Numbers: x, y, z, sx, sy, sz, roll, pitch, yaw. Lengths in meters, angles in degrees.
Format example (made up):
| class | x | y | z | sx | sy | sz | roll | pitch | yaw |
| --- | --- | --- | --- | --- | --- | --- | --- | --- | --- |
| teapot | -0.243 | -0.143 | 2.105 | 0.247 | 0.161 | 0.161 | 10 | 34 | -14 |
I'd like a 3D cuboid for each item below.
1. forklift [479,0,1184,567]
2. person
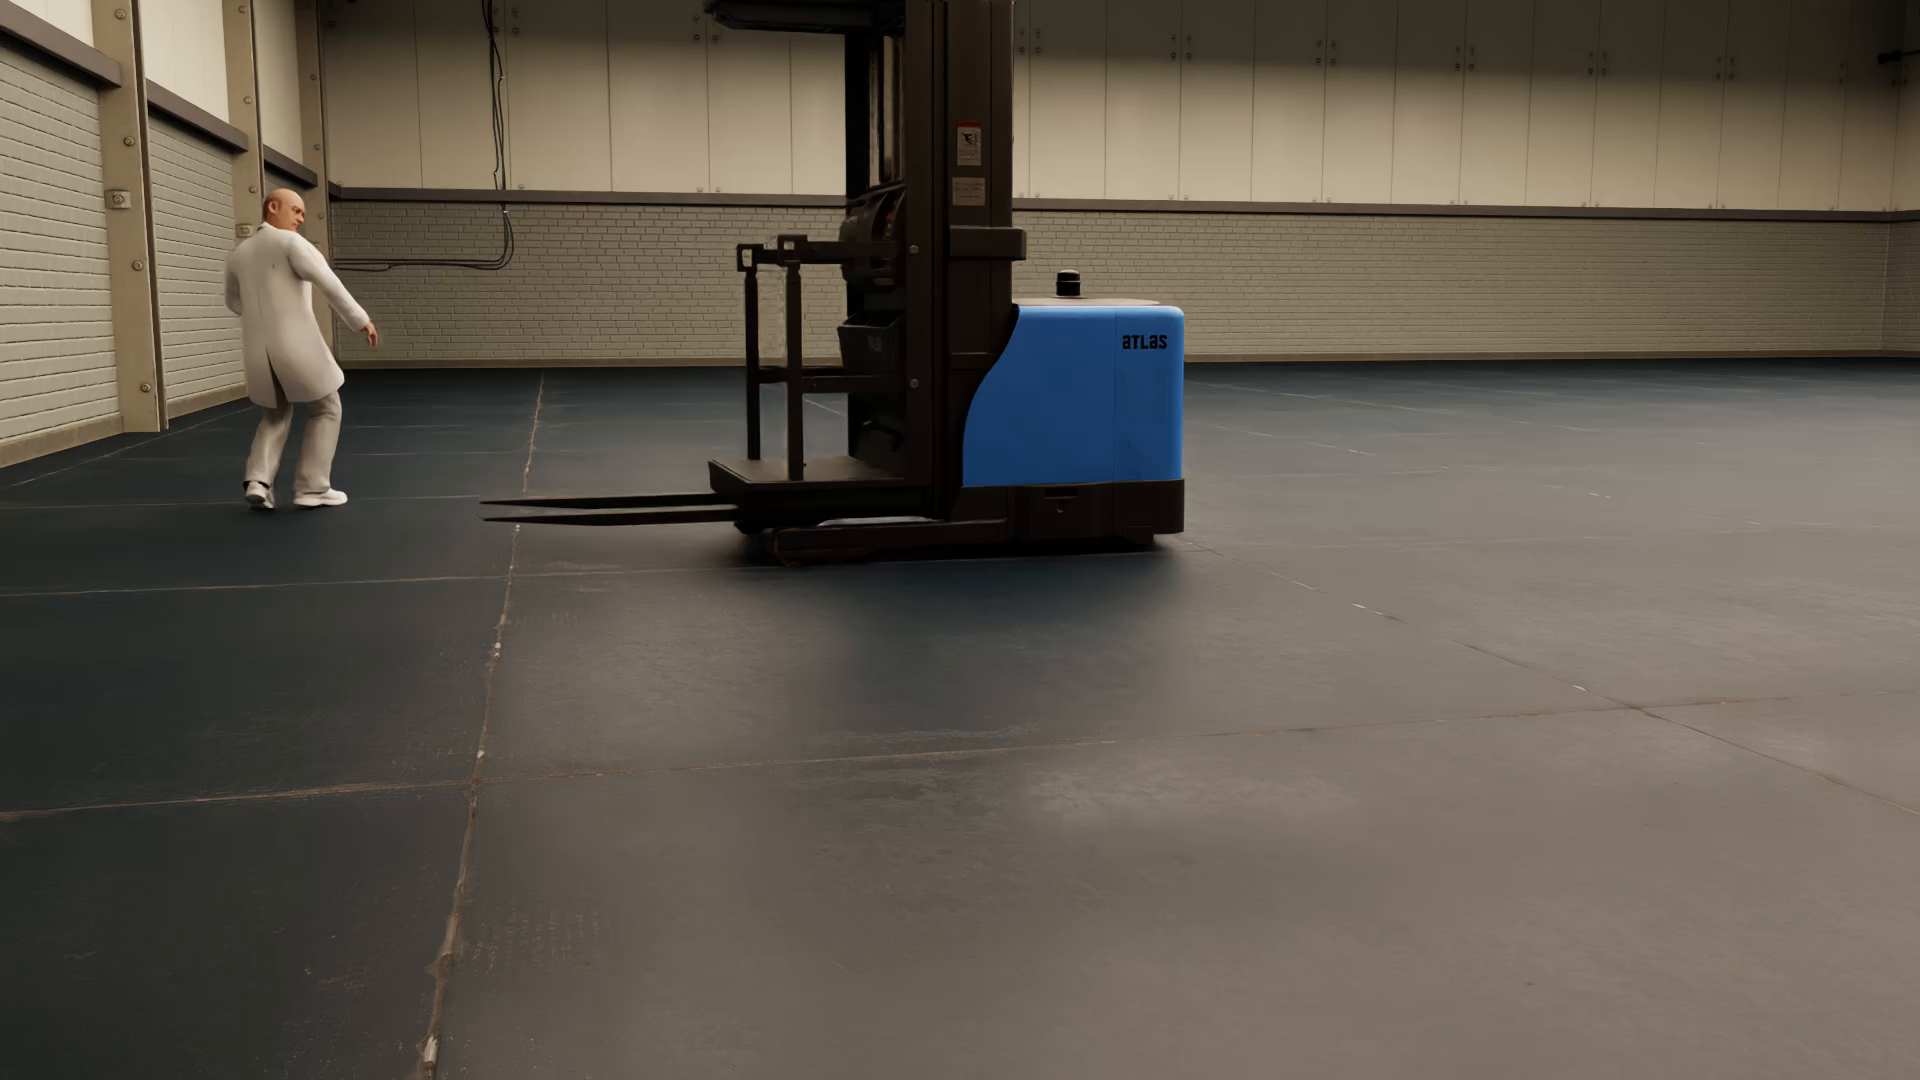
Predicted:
| class | x | y | z | sx | sy | sz | roll | pitch | yaw |
| --- | --- | --- | --- | --- | --- | --- | --- | --- | --- |
| forklift | -0.572 | -1.420 | 7.278 | 3.031 | 2.935 | 1.130 | -2 | 8 | -17 |
| person | -3.519 | -1.006 | 8.876 | 0.863 | 1.701 | 0.759 | 2 | 8 | 13 |
